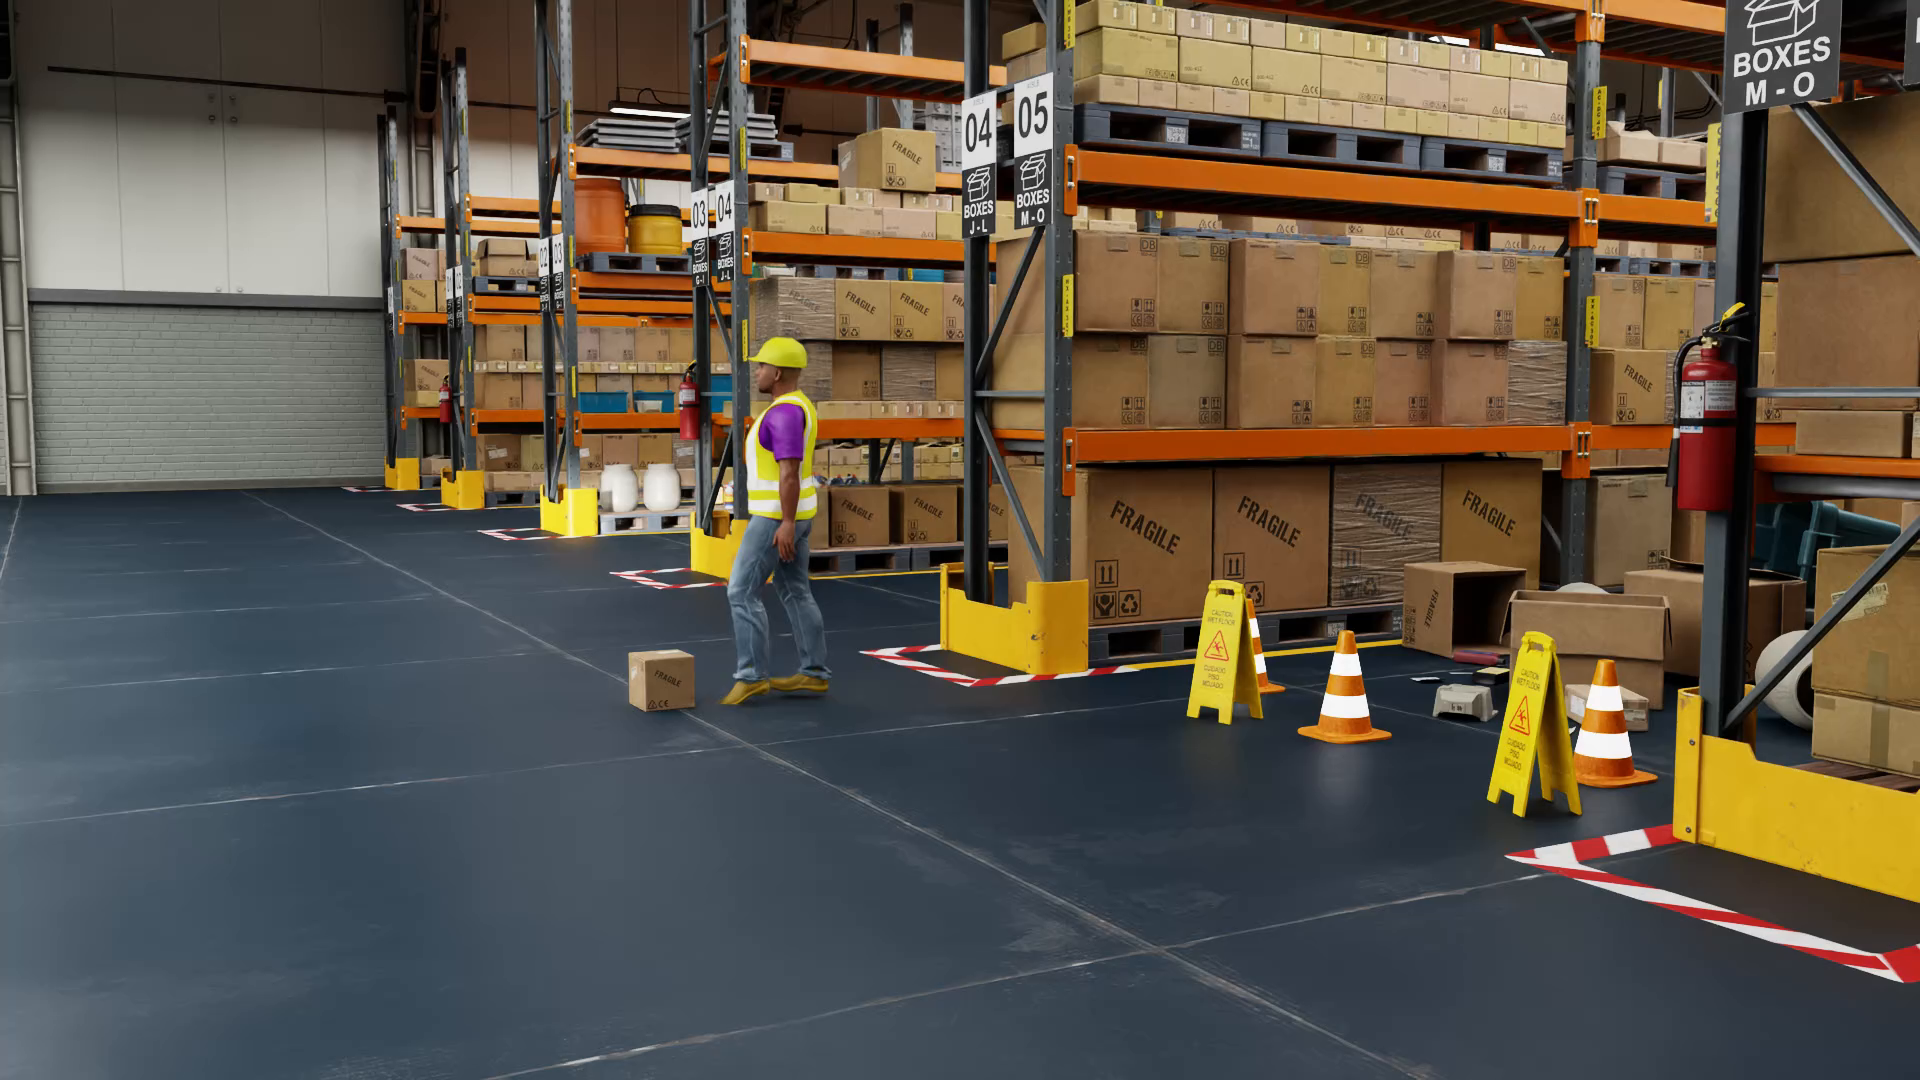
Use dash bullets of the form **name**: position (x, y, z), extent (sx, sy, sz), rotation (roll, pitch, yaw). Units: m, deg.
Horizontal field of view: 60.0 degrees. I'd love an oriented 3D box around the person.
- **person**: position (-0.918, -0.078, 8.182), extent (0.563, 1.826, 0.588), rotation (1, 5, 6)
